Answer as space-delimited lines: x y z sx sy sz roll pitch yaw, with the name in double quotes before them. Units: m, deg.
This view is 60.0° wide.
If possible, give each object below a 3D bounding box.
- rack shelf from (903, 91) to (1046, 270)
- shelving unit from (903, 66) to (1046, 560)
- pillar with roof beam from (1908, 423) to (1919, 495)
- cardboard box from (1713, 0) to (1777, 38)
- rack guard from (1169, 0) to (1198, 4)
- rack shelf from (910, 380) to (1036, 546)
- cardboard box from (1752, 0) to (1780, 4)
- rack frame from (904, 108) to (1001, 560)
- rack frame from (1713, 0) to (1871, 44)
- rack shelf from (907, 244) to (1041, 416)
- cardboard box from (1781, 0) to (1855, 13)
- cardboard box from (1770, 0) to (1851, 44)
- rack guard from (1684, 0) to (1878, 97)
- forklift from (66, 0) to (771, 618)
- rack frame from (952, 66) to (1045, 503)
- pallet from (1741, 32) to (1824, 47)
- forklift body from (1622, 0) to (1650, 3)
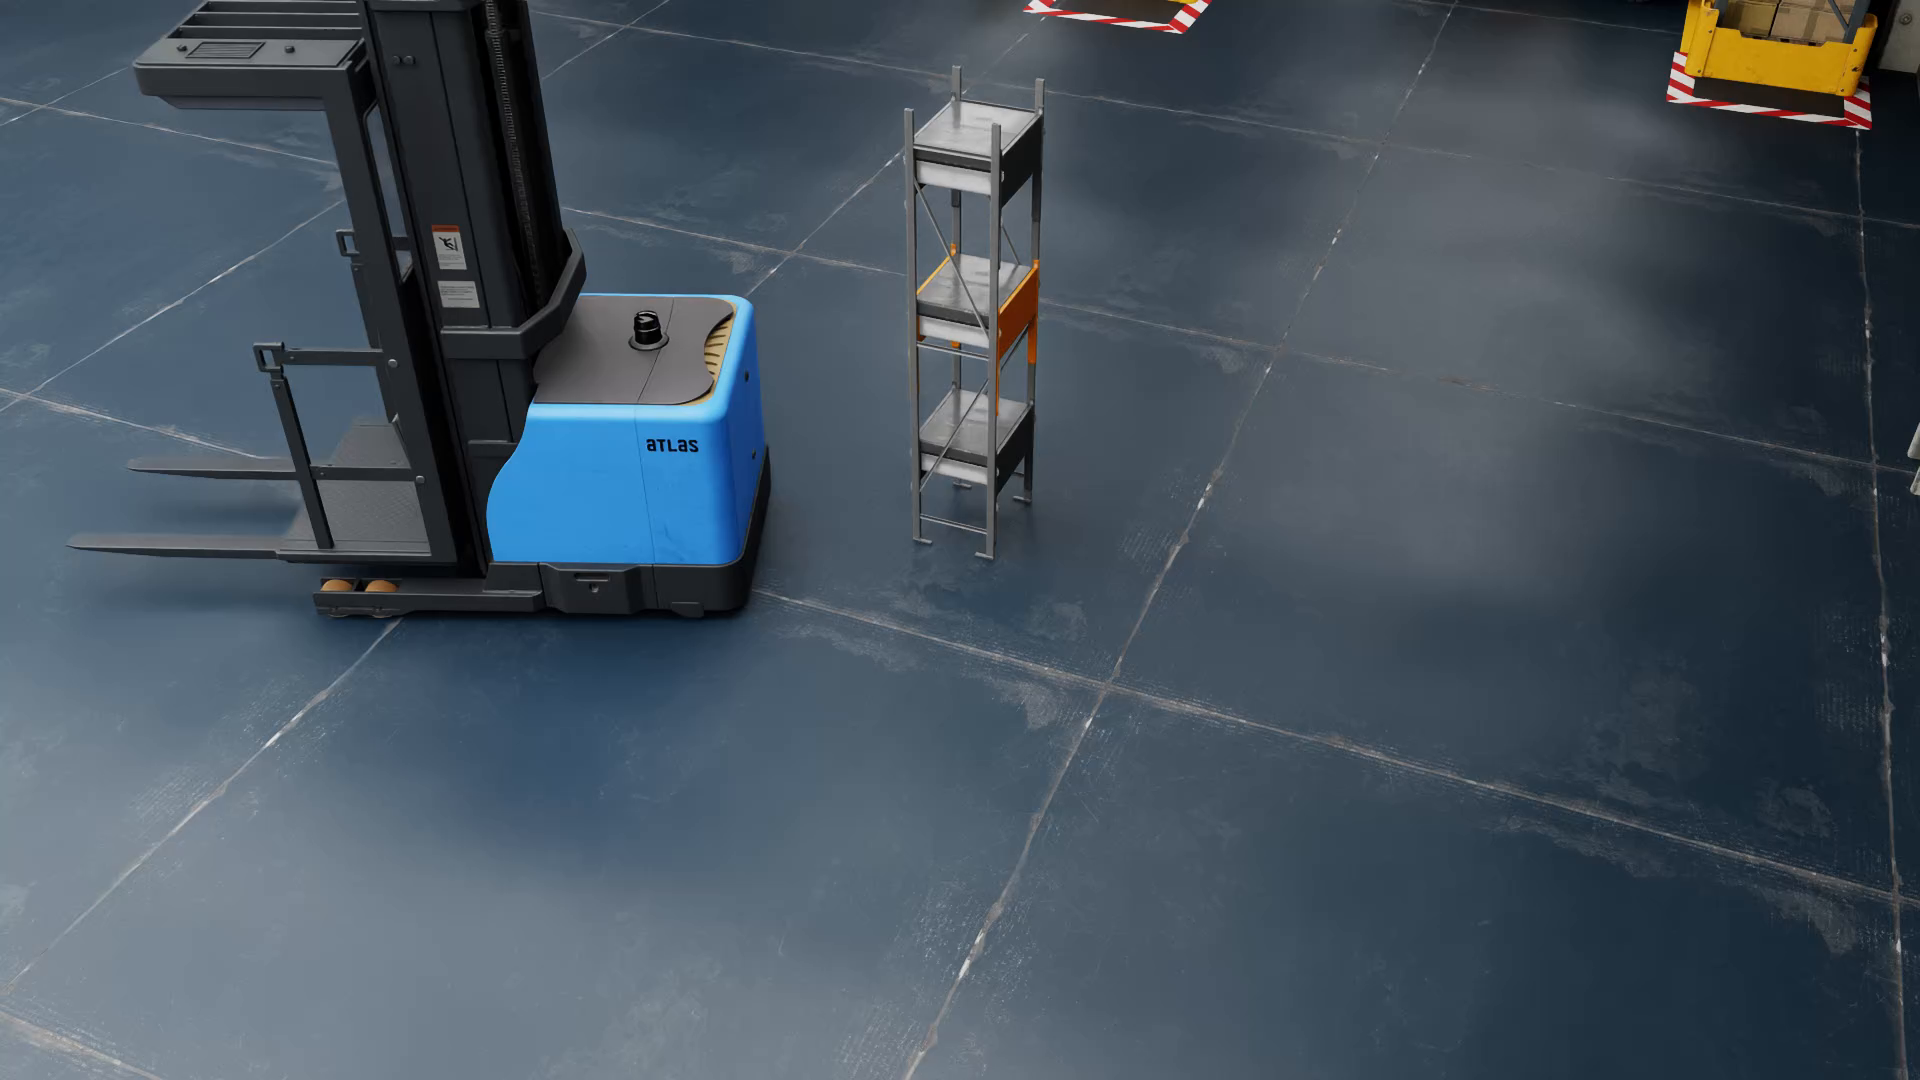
"rack shelf" 0.063 -1.482 6.833 0.431 0.518 0.480 14 39 18
"shelving unit" 0.063 -0.933 7.244 0.431 2.100 0.503 14 39 18
"pillar with roof beam" 0.843 -4.886 6.771 9.100 9.000 0.400 14 39 18
"cardboard box" 5.895 -4.043 12.600 0.500 0.250 0.500 14 39 18
"rack guard" 1.446 -4.814 13.773 1.175 0.500 0.348 14 39 18
"rack shelf" 0.063 -0.361 7.671 0.431 0.518 0.480 14 39 18
"cardboard box" 5.905 -4.252 12.462 0.500 0.250 0.500 13 39 17
"rack frame" -0.030 -0.798 7.063 0.400 2.100 0.015 14 39 18
"rack frame" 6.009 -4.644 11.458 1.000 3.000 0.127 14 39 18
"rack shelf" 0.063 -0.922 7.252 0.431 0.518 0.480 14 39 18
"cardboard box" 6.380 -4.124 12.291 0.500 0.250 0.500 15 39 19
"cardboard box" 6.376 -3.939 12.460 0.500 0.250 0.500 14 39 18
"rack guard" 6.000 -3.630 12.189 1.175 0.500 0.348 14 39 18
"forklift" -2.431 -1.147 6.837 3.031 2.935 1.130 1 37 1
"rack frame" 0.156 -1.068 7.425 0.400 2.100 0.015 14 39 18
"pallet" 6.261 -3.960 12.872 1.003 0.211 1.213 14 39 18
"forklift body" 5.043 -5.770 13.673 2.313 2.155 1.214 14 39 18
